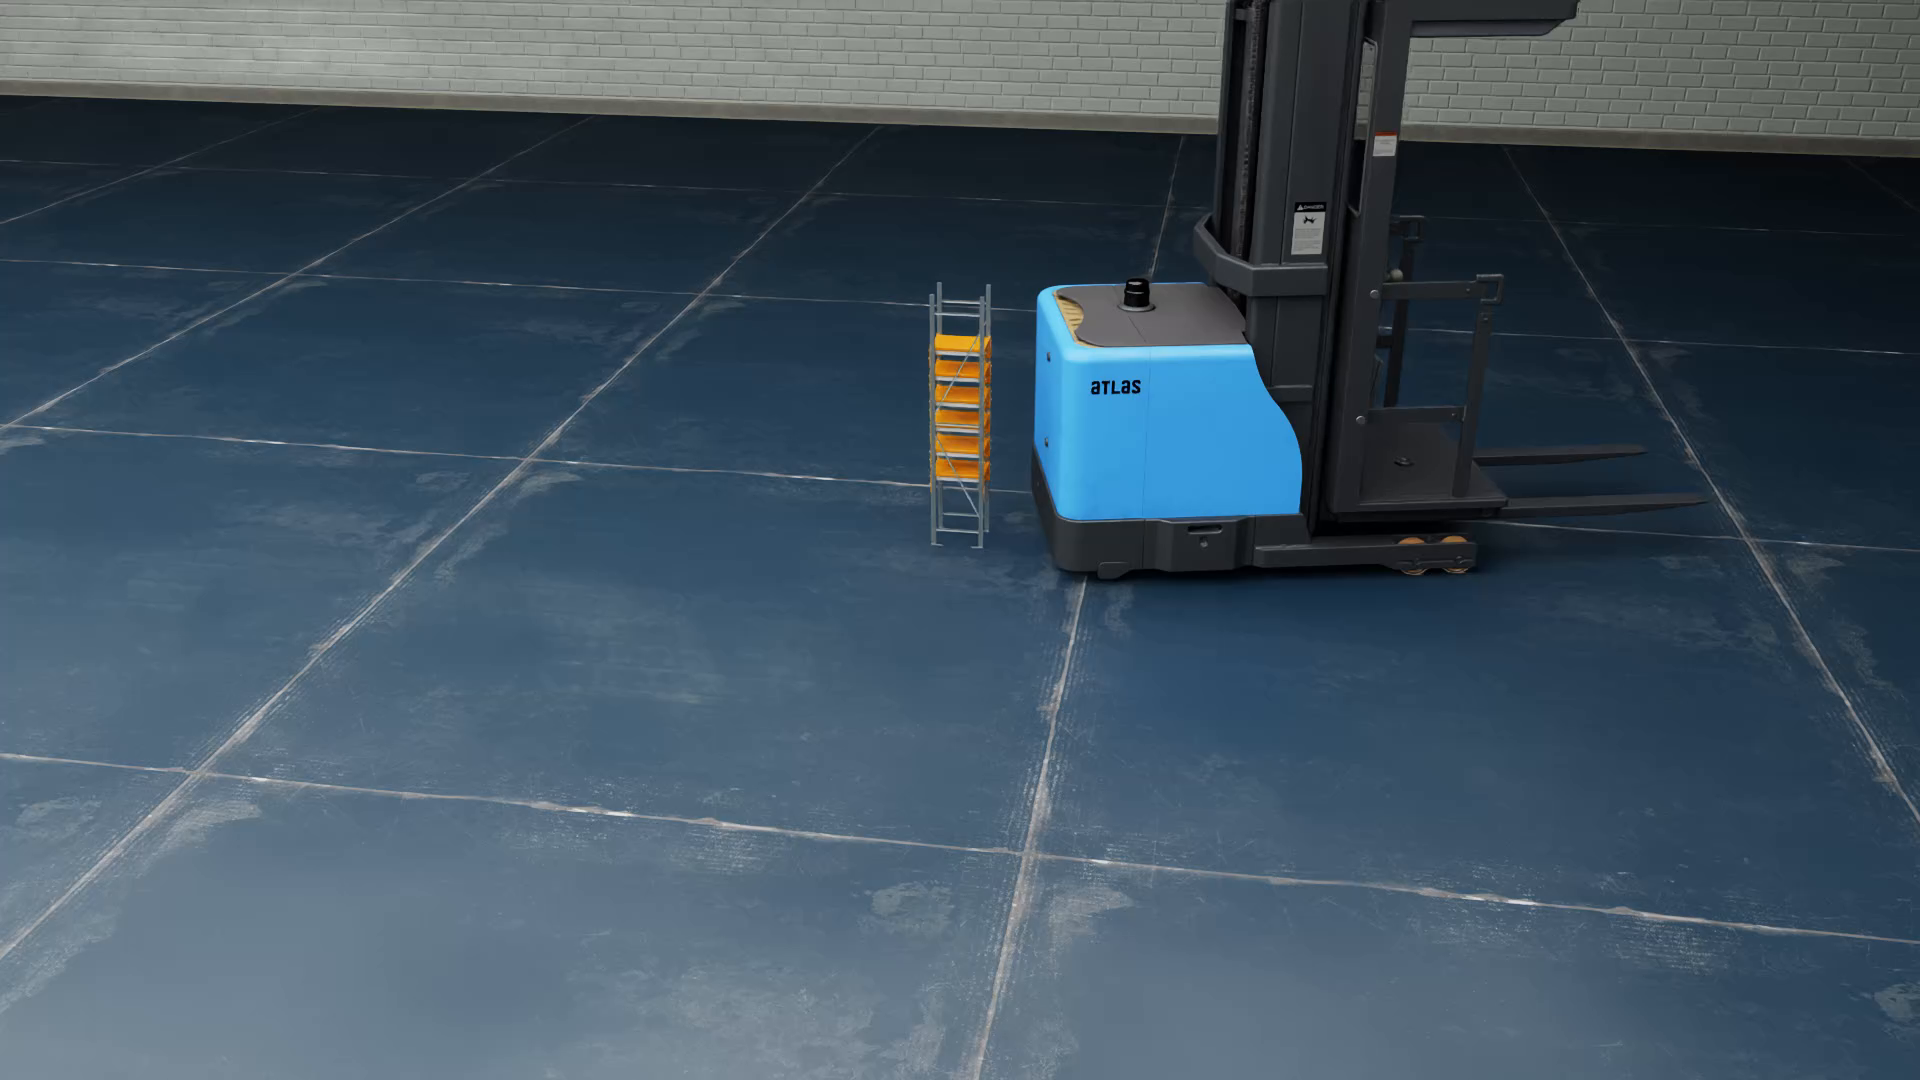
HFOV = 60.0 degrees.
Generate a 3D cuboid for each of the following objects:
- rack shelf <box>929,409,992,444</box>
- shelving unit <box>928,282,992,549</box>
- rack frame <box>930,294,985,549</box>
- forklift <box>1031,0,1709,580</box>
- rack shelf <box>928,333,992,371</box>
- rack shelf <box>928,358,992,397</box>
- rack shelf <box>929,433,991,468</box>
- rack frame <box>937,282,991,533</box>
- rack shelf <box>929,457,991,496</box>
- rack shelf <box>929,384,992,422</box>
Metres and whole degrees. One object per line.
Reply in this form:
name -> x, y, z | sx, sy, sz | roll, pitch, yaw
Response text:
rack shelf -> 0.002, -0.509, 7.527 | 0.258, 0.103, 0.180 | 4, 25, 9
shelving unit -> 0.002, -0.549, 7.509 | 0.258, 1.200, 0.189 | 4, 25, 9
rack frame -> -0.013, -0.511, 7.427 | 0.240, 1.200, 0.006 | 4, 25, 9
forklift -> 1.891, -1.392, 7.267 | 3.031, 2.935, 1.130 | -2, 25, -4
rack shelf -> 0.002, -0.835, 7.375 | 0.258, 0.103, 0.180 | 4, 25, 9
rack shelf -> 0.002, -0.727, 7.426 | 0.258, 0.103, 0.180 | 4, 25, 9
rack shelf -> 0.002, -0.401, 7.578 | 0.258, 0.103, 0.180 | 4, 25, 9
rack frame -> 0.017, -0.588, 7.590 | 0.240, 1.200, 0.006 | 4, 25, 9
rack shelf -> 0.002, -0.292, 7.629 | 0.258, 0.103, 0.180 | 4, 25, 9
rack shelf -> 0.002, -0.618, 7.477 | 0.258, 0.103, 0.180 | 4, 25, 9
